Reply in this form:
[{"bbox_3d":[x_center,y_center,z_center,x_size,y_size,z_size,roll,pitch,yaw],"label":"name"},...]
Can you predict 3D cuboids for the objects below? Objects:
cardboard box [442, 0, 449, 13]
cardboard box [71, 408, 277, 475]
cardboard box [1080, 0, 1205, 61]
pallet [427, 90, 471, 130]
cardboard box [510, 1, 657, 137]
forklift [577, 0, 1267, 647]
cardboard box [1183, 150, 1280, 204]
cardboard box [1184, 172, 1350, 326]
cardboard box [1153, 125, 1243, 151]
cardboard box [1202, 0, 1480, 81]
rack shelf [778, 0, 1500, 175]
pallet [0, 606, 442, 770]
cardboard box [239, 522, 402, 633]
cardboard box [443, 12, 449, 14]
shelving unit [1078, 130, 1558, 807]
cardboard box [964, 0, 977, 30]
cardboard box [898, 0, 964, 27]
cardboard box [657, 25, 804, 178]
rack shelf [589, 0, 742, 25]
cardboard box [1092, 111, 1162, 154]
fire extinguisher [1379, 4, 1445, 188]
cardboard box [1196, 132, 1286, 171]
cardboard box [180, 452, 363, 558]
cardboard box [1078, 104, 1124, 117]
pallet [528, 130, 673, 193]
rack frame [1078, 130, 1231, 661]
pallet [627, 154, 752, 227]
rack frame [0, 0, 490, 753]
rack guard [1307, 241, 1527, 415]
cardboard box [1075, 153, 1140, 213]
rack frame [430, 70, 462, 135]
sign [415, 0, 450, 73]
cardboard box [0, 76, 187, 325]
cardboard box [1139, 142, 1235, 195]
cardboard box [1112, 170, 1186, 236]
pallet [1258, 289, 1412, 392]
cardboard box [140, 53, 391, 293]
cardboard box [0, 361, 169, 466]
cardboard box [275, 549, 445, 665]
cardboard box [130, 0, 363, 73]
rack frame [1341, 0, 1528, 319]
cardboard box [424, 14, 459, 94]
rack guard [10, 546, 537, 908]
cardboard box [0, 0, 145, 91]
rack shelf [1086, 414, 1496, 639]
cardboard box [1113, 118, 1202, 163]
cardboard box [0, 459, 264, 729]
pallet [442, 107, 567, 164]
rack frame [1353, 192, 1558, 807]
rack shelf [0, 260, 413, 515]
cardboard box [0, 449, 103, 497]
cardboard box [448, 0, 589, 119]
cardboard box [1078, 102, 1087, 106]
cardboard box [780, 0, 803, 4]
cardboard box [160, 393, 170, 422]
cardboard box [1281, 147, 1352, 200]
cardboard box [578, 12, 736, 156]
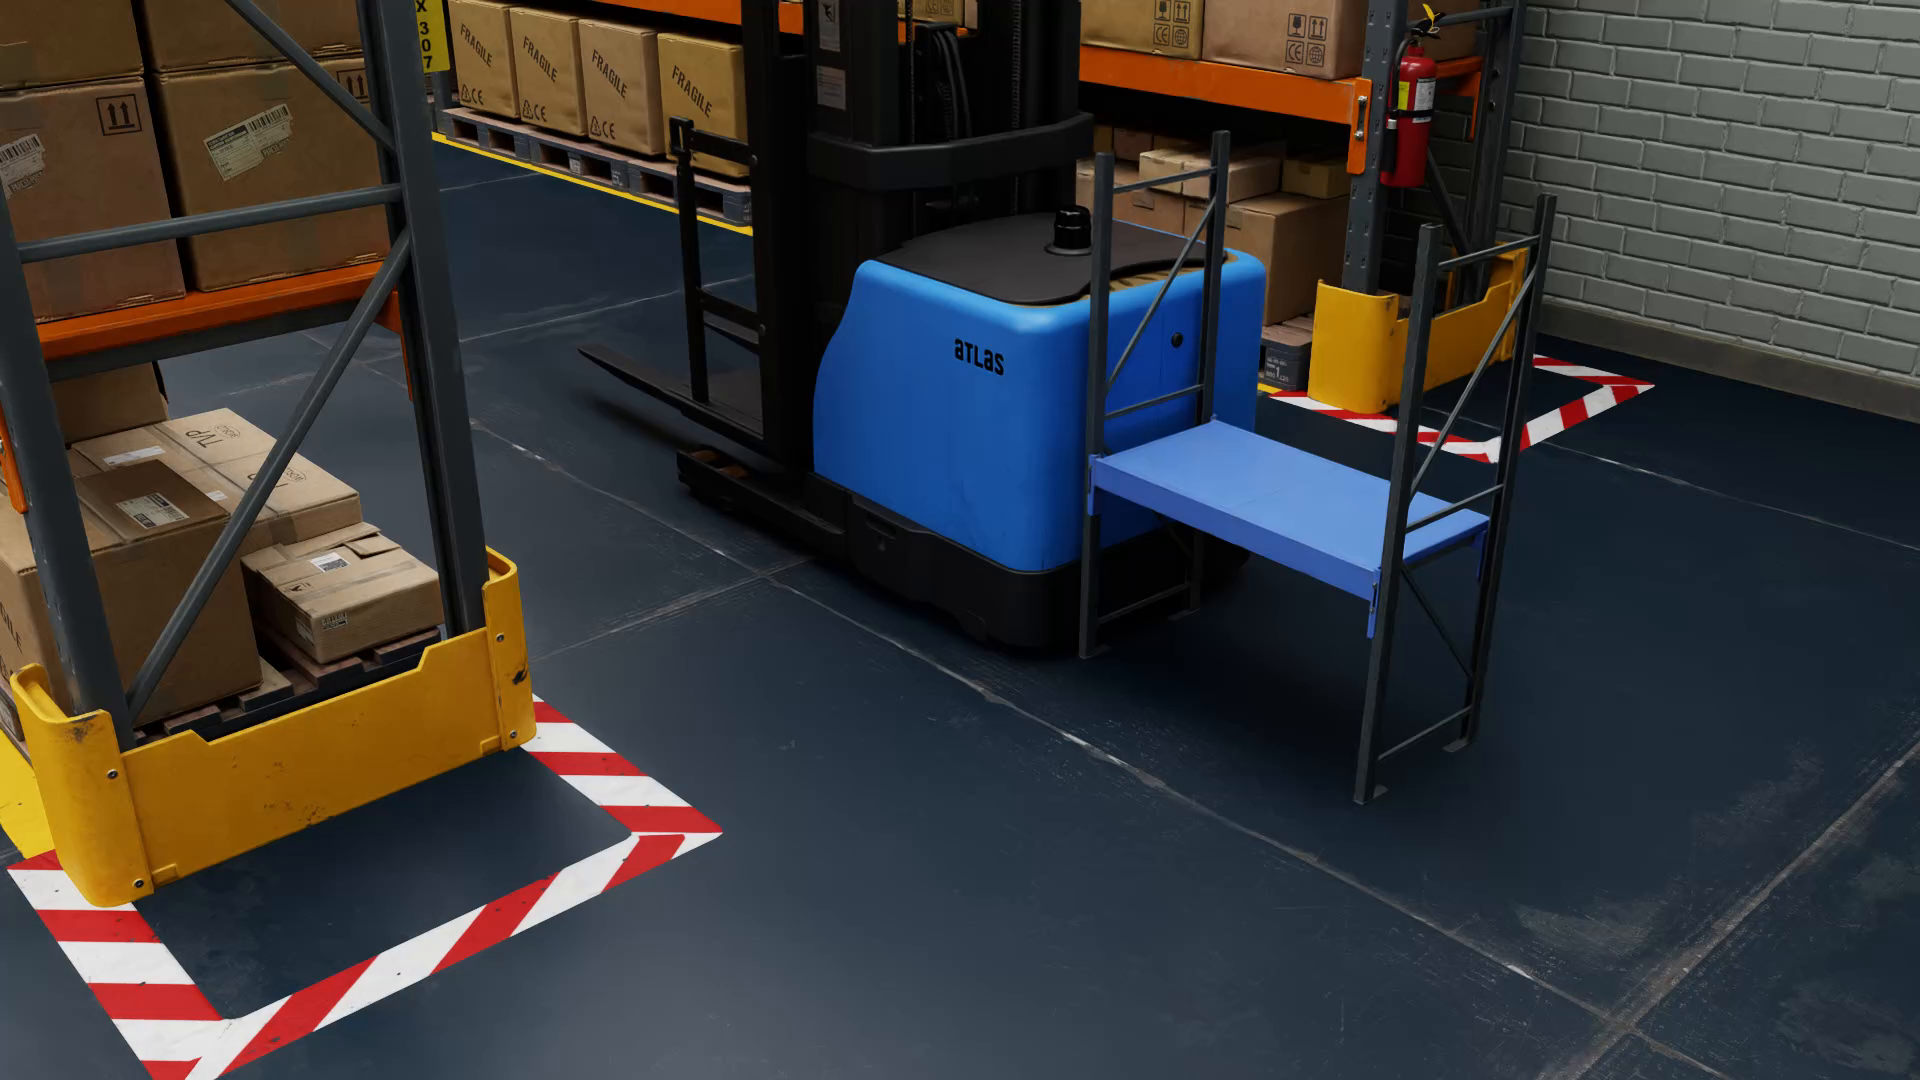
[{"bbox_3d":[-4.360,-4.320,13.183,0.500,0.250,0.500,-20,32,-38],"label":"cardboard box"},{"bbox_3d":[-2.480,-0.189,5.333,0.500,0.250,0.500,-21,32,-38],"label":"cardboard box"},{"bbox_3d":[1.120,-2.604,7.482,0.980,0.700,0.700,-22,32,-39],"label":"cardboard box"},{"bbox_3d":[-4.019,-3.490,13.147,1.003,0.211,1.213,-21,32,-38],"label":"pallet"},{"bbox_3d":[-2.485,-3.208,11.251,0.750,0.750,0.750,-21,32,-39],"label":"cardboard box"},{"bbox_3d":[-0.383,-1.555,5.627,1.130,2.935,3.031,-19,31,-36],"label":"forklift"},{"bbox_3d":[1.209,-1.618,7.407,0.380,0.149,0.250,-22,32,-39],"label":"cardboard box"},{"bbox_3d":[1.430,-1.336,7.569,0.700,0.500,0.500,-21,32,-38],"label":"cardboard box"},{"bbox_3d":[1.144,-1.879,7.979,0.380,0.149,0.250,-21,32,-38],"label":"cardboard box"},{"bbox_3d":[1.626,-2.386,7.005,0.980,0.700,0.700,-20,31,-36],"label":"cardboard box"},{"bbox_3d":[0.615,-2.377,8.213,1.077,0.370,4.000,-21,32,-38],"label":"rack shelf"},{"bbox_3d":[-2.229,0.313,4.810,1.003,0.211,1.213,-21,32,-38],"label":"pallet"},{"bbox_3d":[-1.838,0.097,4.807,0.380,0.166,0.250,-21,32,-38],"label":"cardboard box"},{"bbox_3d":[-4.284,-3.977,13.336,0.700,0.500,0.500,-21,32,-39],"label":"cardboard box"},{"bbox_3d":[0.883,-0.232,4.451,0.538,1.500,1.048,-19,31,-36],"label":"shelving unit"},{"bbox_3d":[0.606,-2.837,7.994,0.700,0.700,0.980,22,32,39],"label":"cardboard box"},{"bbox_3d":[0.101,-3.055,8.471,0.980,0.700,0.700,-22,33,-40],"label":"cardboard box"},{"bbox_3d":[-1.291,-2.683,10.101,0.750,0.750,0.750,-21,32,-38],"label":"cardboard box"},{"bbox_3d":[-2.119,-3.589,10.869,1.077,0.370,4.000,-21,32,-38],"label":"rack shelf"},{"bbox_3d":[0.794,-2.033,8.317,0.380,0.149,0.250,-21,32,-38],"label":"cardboard box"},{"bbox_3d":[1.748,-1.717,6.441,0.296,0.674,0.183,-21,32,-38],"label":"fire extinguisher"},{"bbox_3d":[1.315,-1.803,7.812,0.380,0.149,0.250,-21,32,-38],"label":"cardboard box"},{"bbox_3d":[-2.138,-0.038,5.001,0.500,0.250,0.500,-21,32,-38],"label":"cardboard box"},{"bbox_3d":[0.621,-2.110,8.485,0.380,0.149,0.250,-22,32,-39],"label":"cardboard box"},{"bbox_3d":[-2.173,-2.623,11.246,1.003,0.211,1.213,-21,32,-38],"label":"pallet"},{"bbox_3d":[0.555,-0.393,4.805,0.500,1.500,0.032,-19,31,-36],"label":"rack frame"},{"bbox_3d":[-1.335,-2.254,10.436,1.003,0.211,1.213,-21,32,-38],"label":"pallet"},{"bbox_3d":[-1.632,-0.692,3.652,1.000,3.000,0.127,-21,32,-38],"label":"rack frame"},{"bbox_3d":[1.998,-0.954,7.238,1.175,0.500,0.348,-21,32,-38],"label":"rack guard"},{"bbox_3d":[0.744,-1.639,8.235,0.500,0.500,0.700,23,33,40],"label":"cardboard box"},{"bbox_3d":[-3.486,-4.522,12.048,1.000,3.000,0.127,-21,32,-38],"label":"rack frame"},{"bbox_3d":[-1.236,-1.240,3.810,0.100,0.325,0.005,-21,32,-38],"label":"sign"},{"bbox_3d":[-2.137,-0.796,3.760,0.500,0.500,0.500,-20,31,-37],"label":"cardboard box"},{"bbox_3d":[1.034,-1.695,7.576,0.380,0.149,0.250,-20,31,-37],"label":"cardboard box"},{"bbox_3d":[1.088,-1.487,7.902,0.700,0.500,0.500,-21,32,-39],"label":"cardboard box"},{"bbox_3d":[1.378,-1.049,7.796,1.003,0.211,1.213,-21,32,-38],"label":"pallet"},{"bbox_3d":[-1.743,-0.946,4.090,0.500,0.500,0.500,-20,32,-37],"label":"cardboard box"},{"bbox_3d":[-3.078,-0.400,5.491,0.797,0.503,0.637,-21,32,-38],"label":"cardboard box"},{"bbox_3d":[-1.667,0.181,4.644,0.380,0.149,0.250,-21,32,-38],"label":"cardboard box"},{"bbox_3d":[-1.743,-1.401,3.883,0.500,0.500,0.500,-20,31,-37],"label":"cardboard box"},{"bbox_3d":[1.982,-2.098,6.735,1.000,3.000,0.127,-21,32,-38],"label":"rack frame"},{"bbox_3d":[-4.016,-3.788,12.921,0.700,0.500,0.500,-21,32,-38],"label":"cardboard box"},{"bbox_3d":[-1.684,0.423,4.222,1.175,0.500,0.348,-21,32,-38],"label":"rack guard"},{"bbox_3d":[-2.137,-1.249,3.549,0.500,0.500,0.500,-22,32,-39],"label":"cardboard box"},{"bbox_3d":[0.883,-0.068,4.526,0.538,0.185,1.000,-19,31,-36],"label":"rack shelf"},{"bbox_3d":[0.970,-1.956,8.147,0.380,0.149,0.250,-21,32,-38],"label":"cardboard box"},{"bbox_3d":[-2.183,0.151,4.288,0.500,0.500,0.500,-21,32,-38],"label":"cardboard box"},{"bbox_3d":[-3.002,-2.993,12.056,1.003,0.211,1.213,-21,32,-38],"label":"pallet"},{"bbox_3d":[1.210,-0.071,4.098,0.500,1.500,0.032,-19,31,-36],"label":"rack frame"},{"bbox_3d":[-2.999,-0.970,5.130,1.077,0.370,4.000,-21,32,-38],"label":"rack shelf"},{"bbox_3d":[-2.811,-0.032,4.989,0.500,0.250,0.500,-21,32,-38],"label":"cardboard box"},{"bbox_3d":[-3.079,-3.475,11.837,0.750,0.750,0.750,-22,32,-39],"label":"cardboard box"},{"bbox_3d":[0.444,-2.188,8.656,0.380,0.149,0.250,-21,32,-38],"label":"cardboard box"},{"bbox_3d":[-0.393,-3.277,8.959,0.980,0.700,0.700,-21,32,-38],"label":"cardboard box"},{"bbox_3d":[-3.257,-0.561,6.075,0.500,0.311,0.500,-21,32,-38],"label":"cardboard box"},{"bbox_3d":[1.662,-1.650,7.476,0.380,0.149,0.250,-21,32,-38],"label":"cardboard box"},{"bbox_3d":[-1.901,-2.952,10.690,0.750,0.750,0.750,-20,31,-37],"label":"cardboard box"}]
